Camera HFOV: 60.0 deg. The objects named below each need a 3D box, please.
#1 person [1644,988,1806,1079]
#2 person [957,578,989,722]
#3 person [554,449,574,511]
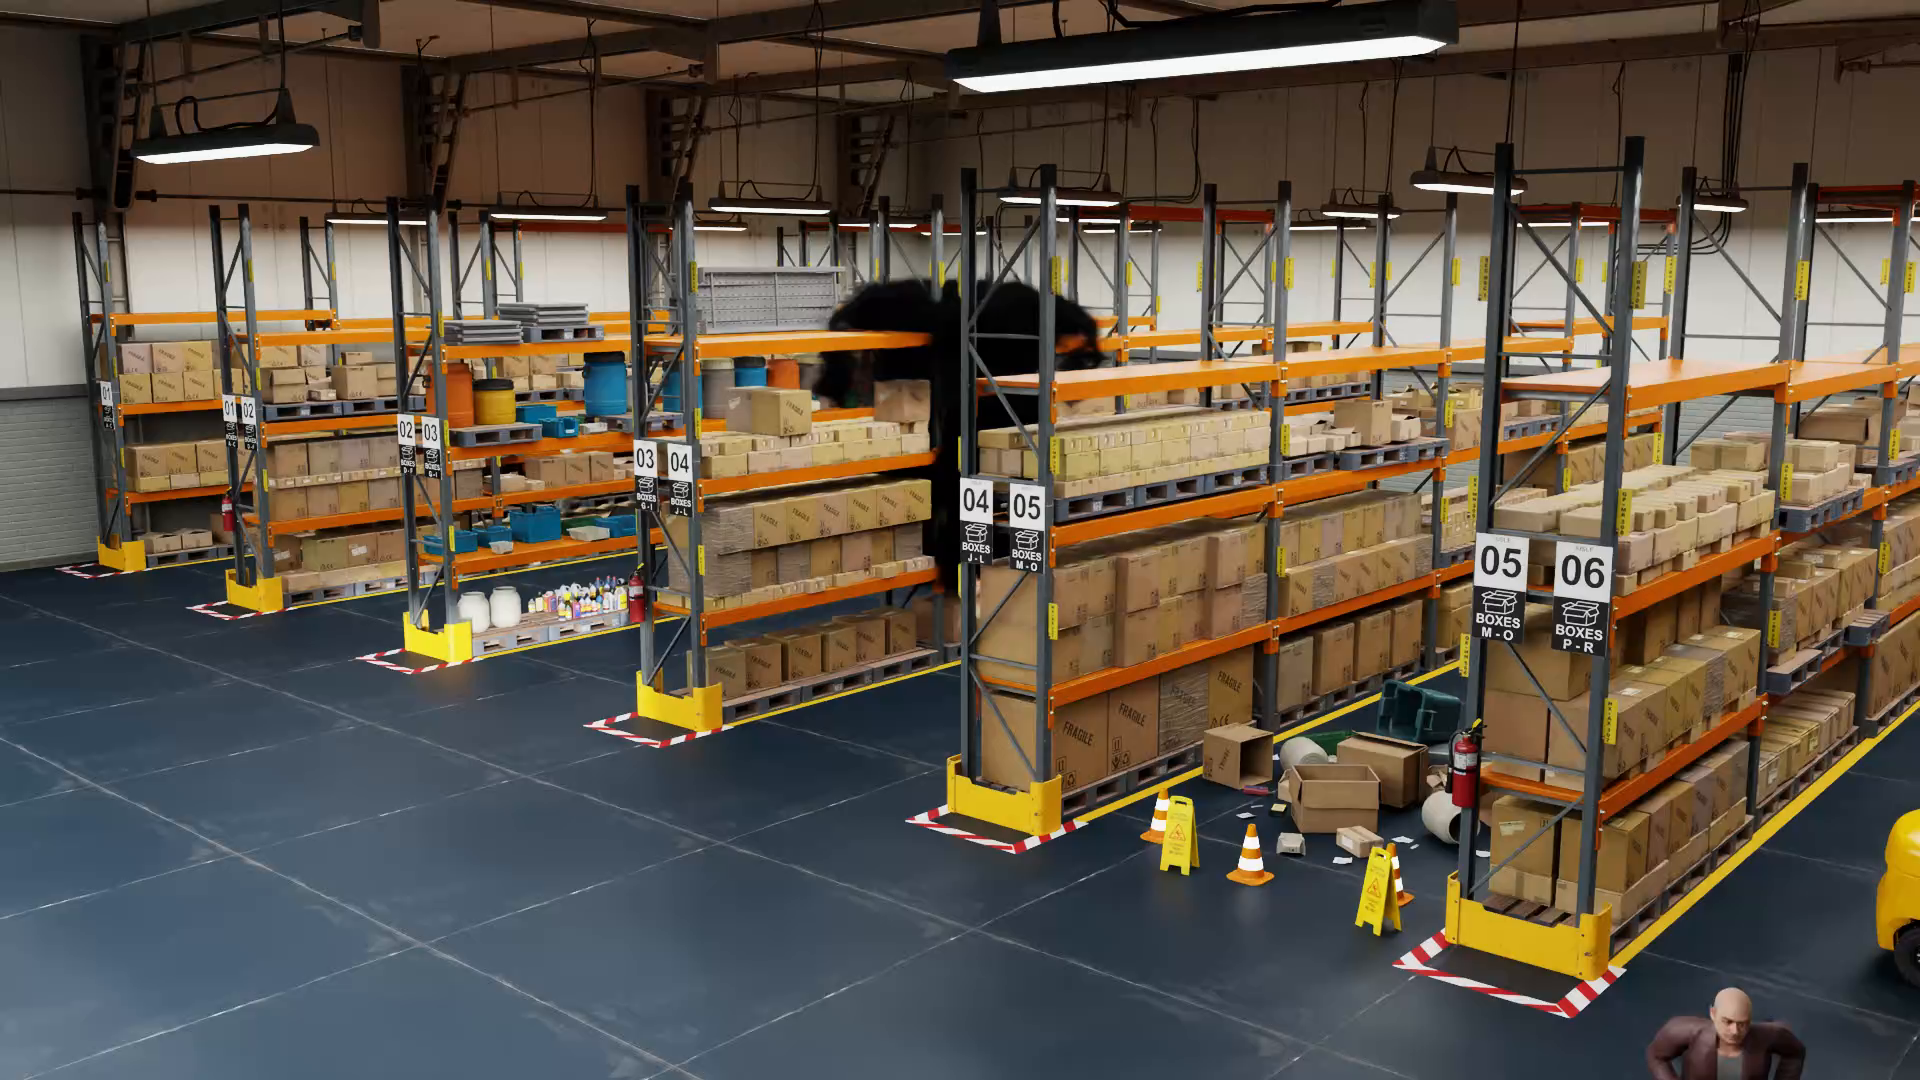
[{"bbox_3d":[3.846,2.964,8.476,0.743,1.736,1.086,3,10,15],"label":"person"},{"bbox_3d":[0.245,1.238,18.883,0.588,1.669,0.911,5,11,25],"label":"person"},{"bbox_3d":[-7.427,-0.903,31.523,0.598,1.726,0.702,-9,13,-43],"label":"person"}]
